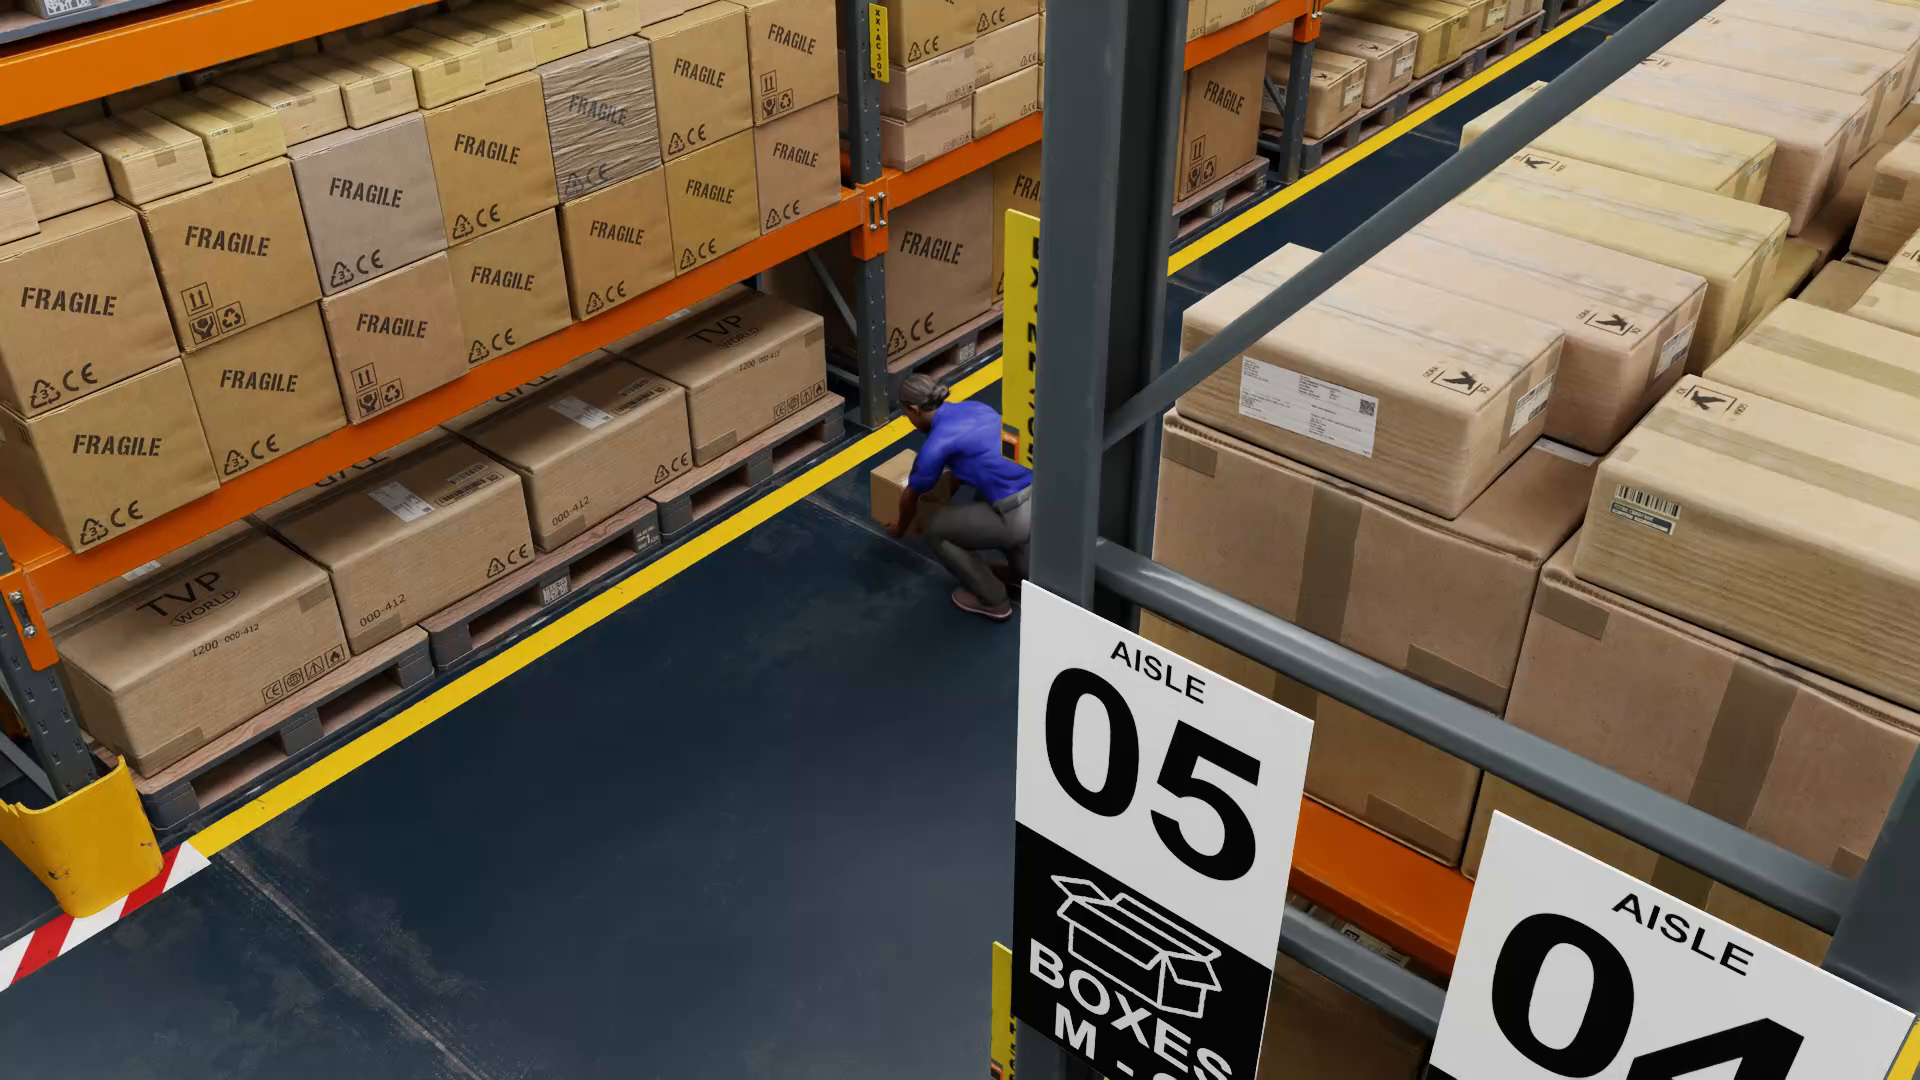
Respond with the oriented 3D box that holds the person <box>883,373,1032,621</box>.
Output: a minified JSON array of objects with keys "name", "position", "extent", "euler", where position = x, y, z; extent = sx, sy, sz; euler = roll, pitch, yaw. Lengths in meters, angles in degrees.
[{"name":"person","position":[0.066,-0.189,7.004],"extent":[0.796,0.988,0.490],"euler":[26,43,31]}]
